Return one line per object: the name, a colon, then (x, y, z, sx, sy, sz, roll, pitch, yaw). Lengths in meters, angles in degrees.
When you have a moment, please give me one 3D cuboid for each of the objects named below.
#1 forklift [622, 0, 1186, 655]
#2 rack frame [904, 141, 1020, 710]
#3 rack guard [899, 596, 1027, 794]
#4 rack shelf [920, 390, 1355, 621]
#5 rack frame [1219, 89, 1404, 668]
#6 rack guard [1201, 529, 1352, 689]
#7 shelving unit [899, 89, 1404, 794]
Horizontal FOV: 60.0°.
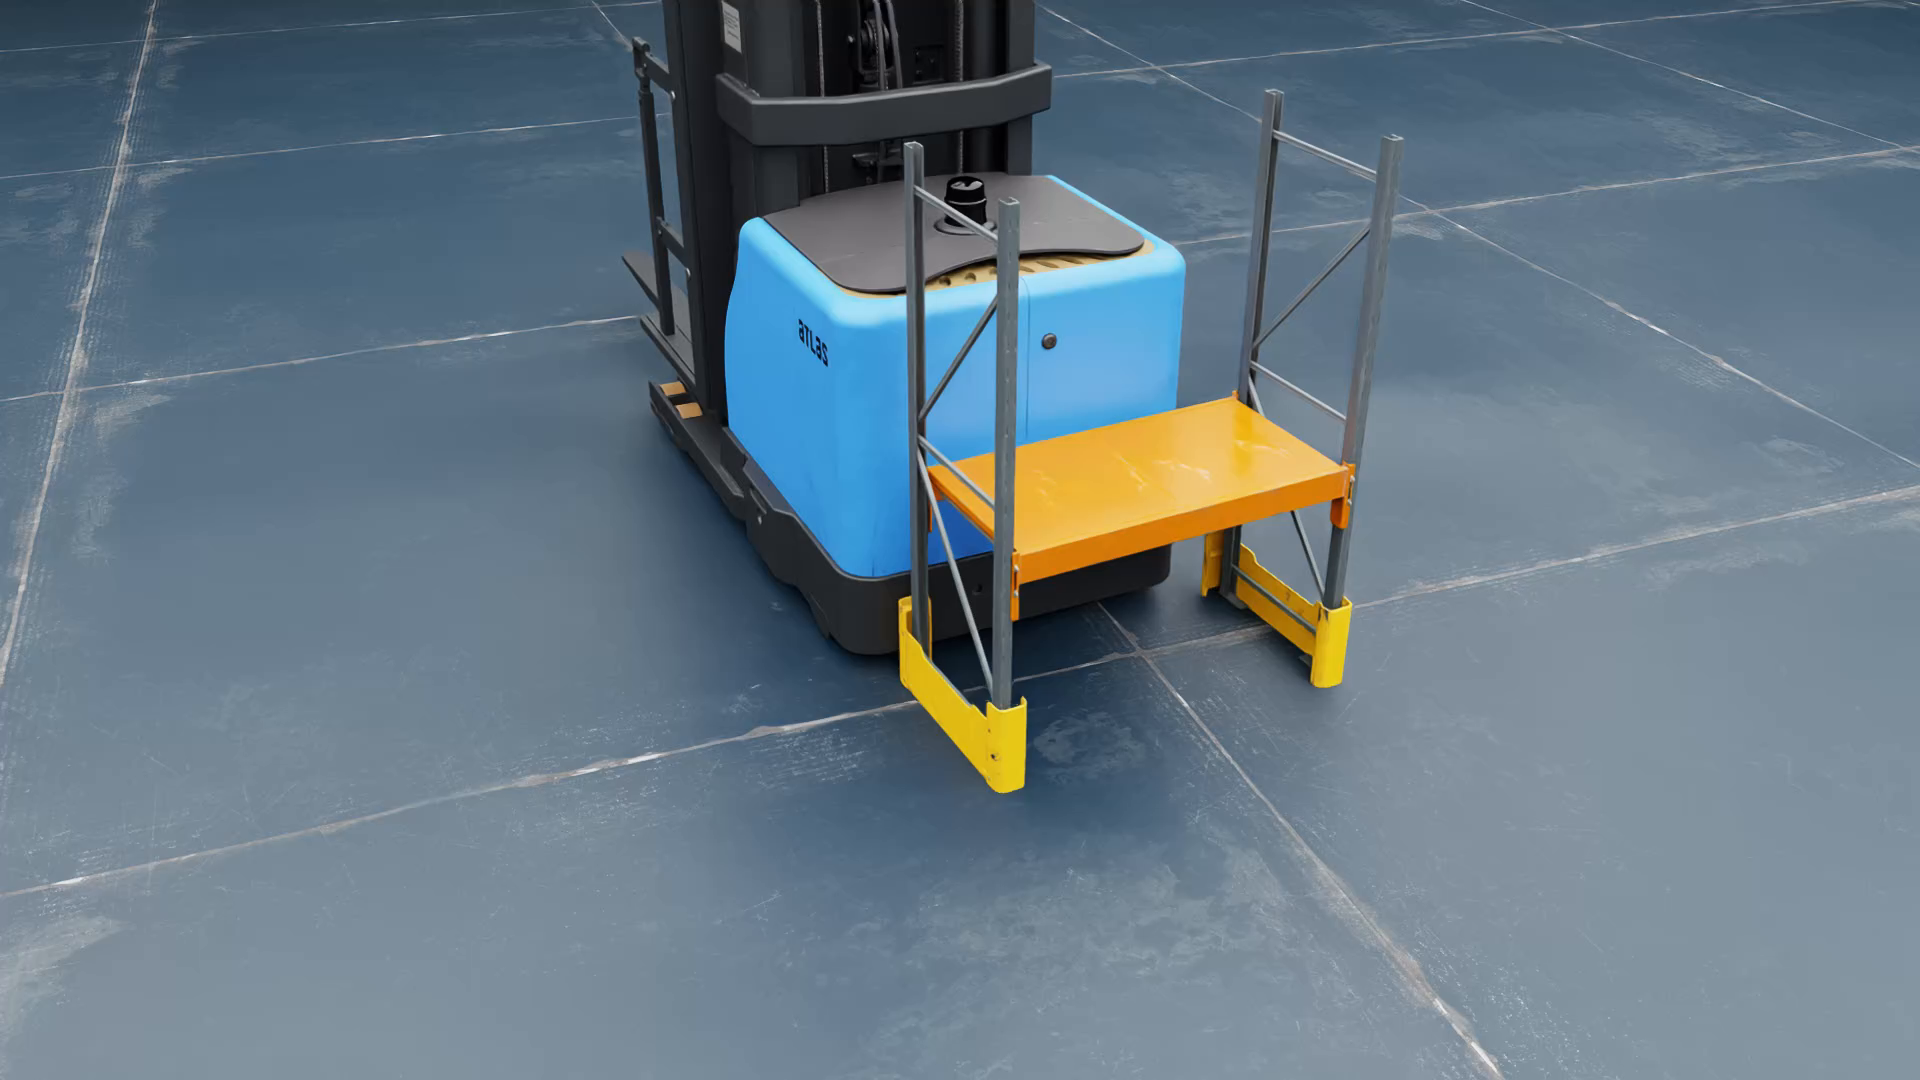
forklift: (-0.456, -1.667, 5.215, 1.130, 2.935, 3.031, -13, 32, -22)
rack frame: (-0.002, -0.154, 4.005, 0.032, 1.500, 0.500, -14, 33, -23)
rack guard: (-0.001, 0.389, 4.315, 0.087, 0.250, 0.587, -14, 33, -23)
rack shelf: (0.450, -0.113, 4.296, 1.000, 0.185, 0.538, -14, 33, -23)
rack frame: (0.901, -0.384, 4.410, 0.032, 1.500, 0.500, -14, 33, -23)
rack guard: (0.884, 0.163, 4.711, 0.087, 0.250, 0.587, -14, 33, -23)
shelving unit: (0.441, -0.267, 4.204, 1.083, 1.500, 0.587, -14, 33, -23)
